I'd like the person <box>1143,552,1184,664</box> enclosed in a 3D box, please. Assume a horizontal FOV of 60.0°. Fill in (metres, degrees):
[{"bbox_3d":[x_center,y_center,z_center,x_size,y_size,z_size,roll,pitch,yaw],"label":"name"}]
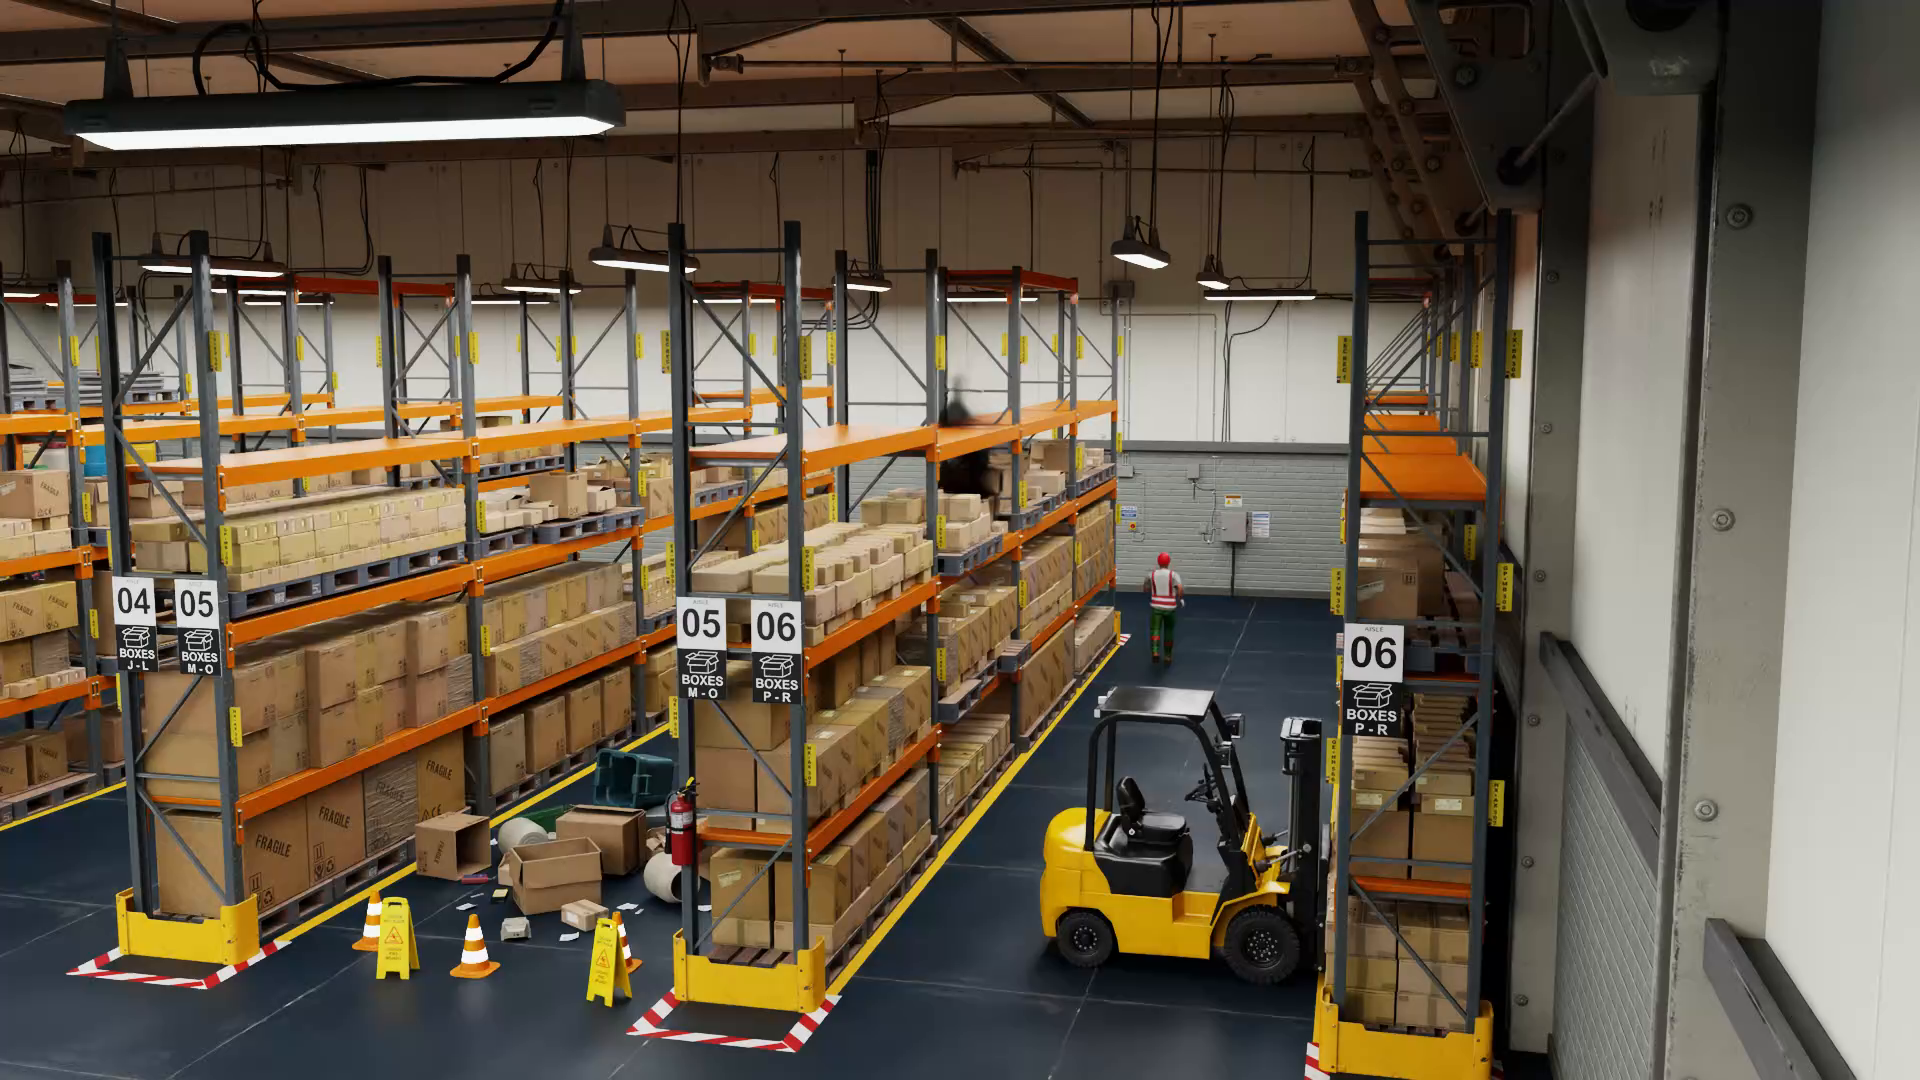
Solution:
[{"bbox_3d":[3.192,1.069,26.114,0.659,1.770,1.005,1,7,11],"label":"person"}]
